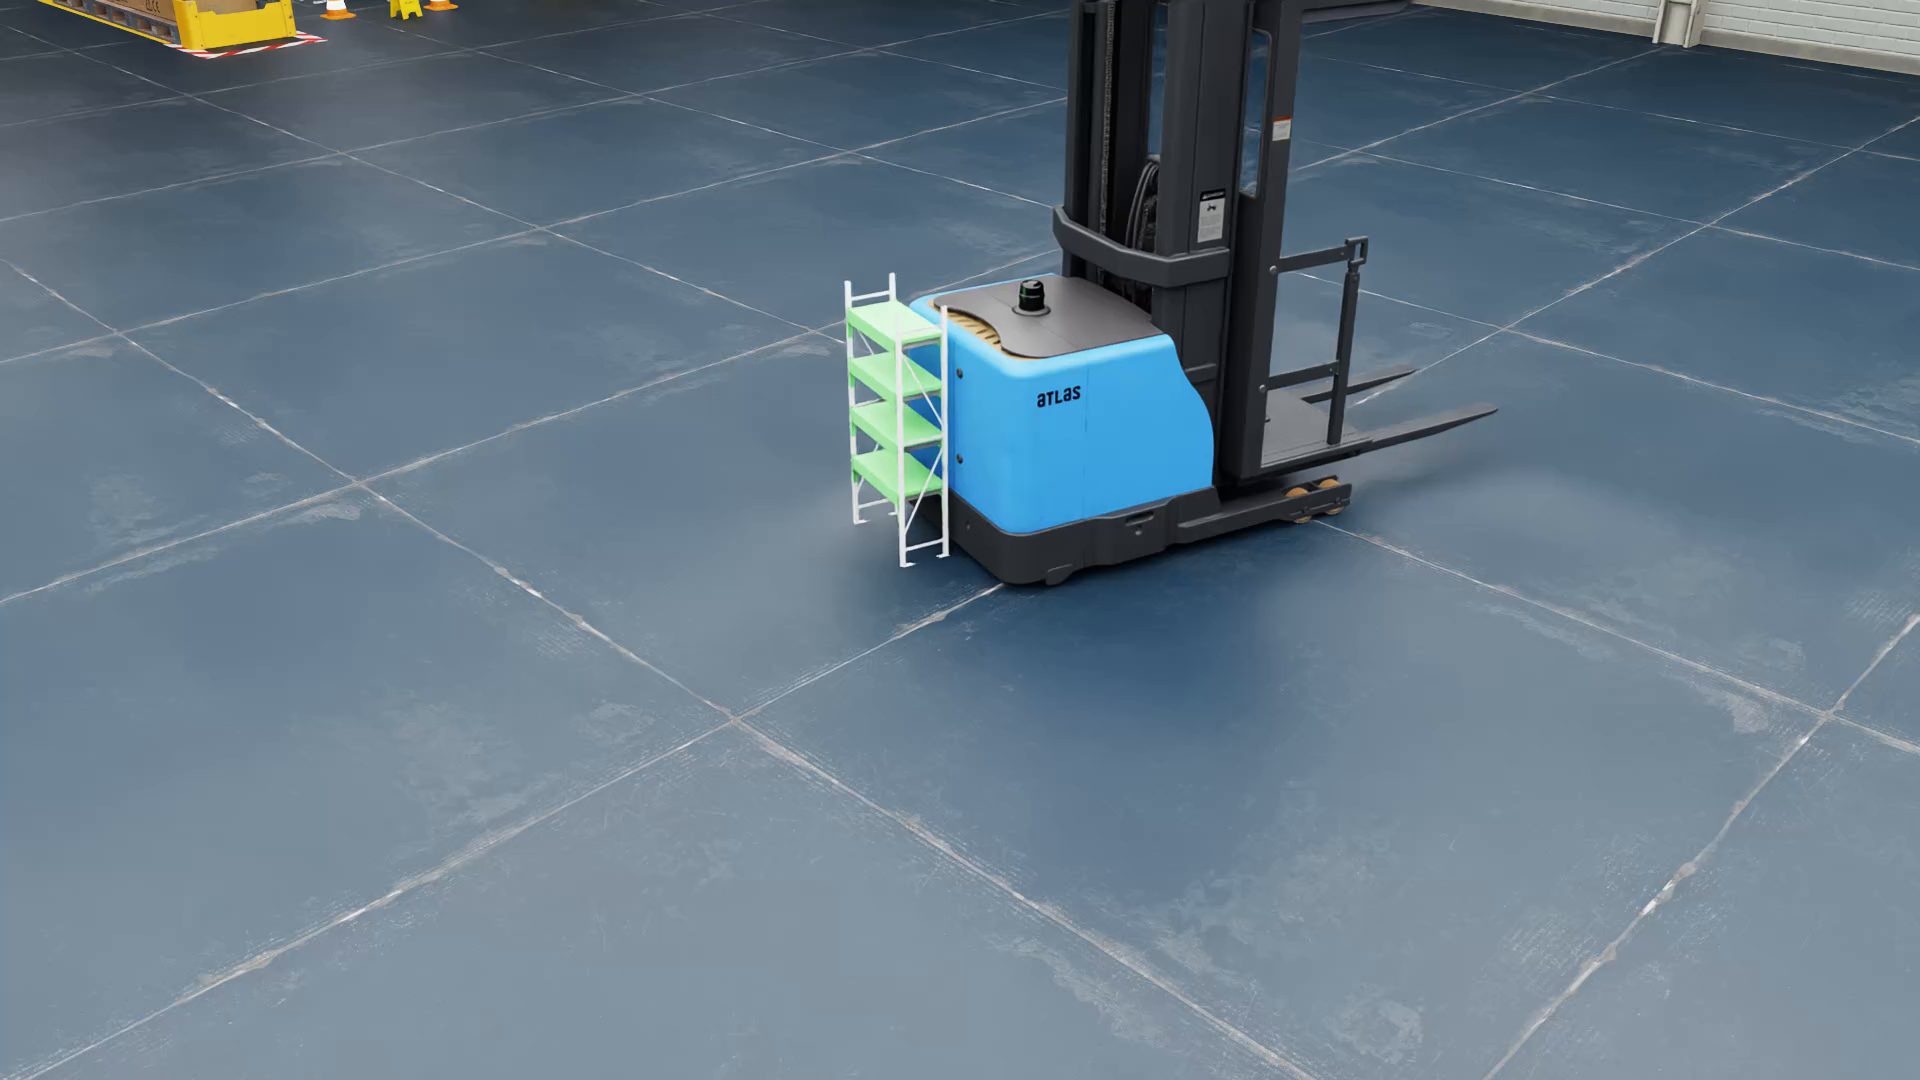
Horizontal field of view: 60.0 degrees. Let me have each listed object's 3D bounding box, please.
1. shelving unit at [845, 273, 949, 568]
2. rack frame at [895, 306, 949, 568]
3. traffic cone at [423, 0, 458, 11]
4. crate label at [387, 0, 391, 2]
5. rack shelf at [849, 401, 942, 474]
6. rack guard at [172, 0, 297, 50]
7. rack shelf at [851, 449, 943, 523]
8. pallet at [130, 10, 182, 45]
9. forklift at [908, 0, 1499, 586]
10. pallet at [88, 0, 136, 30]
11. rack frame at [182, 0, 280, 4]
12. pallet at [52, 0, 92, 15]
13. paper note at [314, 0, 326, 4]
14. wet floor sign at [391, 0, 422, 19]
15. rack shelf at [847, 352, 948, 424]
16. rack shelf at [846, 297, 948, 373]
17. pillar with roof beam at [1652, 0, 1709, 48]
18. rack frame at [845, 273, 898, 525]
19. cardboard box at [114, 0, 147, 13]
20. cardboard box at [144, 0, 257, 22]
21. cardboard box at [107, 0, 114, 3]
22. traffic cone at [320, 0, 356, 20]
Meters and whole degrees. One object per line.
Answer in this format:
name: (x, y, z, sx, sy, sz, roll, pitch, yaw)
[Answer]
shelving unit: (-0.280, -0.534, 7.475, 0.258, 1.200, 0.503, -14, 31, -25)
rack frame: (-0.163, -0.434, 7.286, 0.240, 1.200, 0.015, -14, 31, -25)
traffic cone: (-6.185, -6.546, 19.702, 0.334, 0.463, 0.336, 25, 36, 38)
crate label: (-6.789, -6.638, 20.227, 0.298, 0.136, 0.250, 7, 29, 13)
rack shelf: (-0.280, -0.477, 7.505, 0.258, 0.148, 0.480, -14, 31, -25)
rack guard: (-7.819, -5.646, 17.951, 0.348, 0.500, 1.175, 25, 36, 38)
rack shelf: (-0.280, -0.265, 7.617, 0.258, 0.148, 0.480, -14, 31, -25)
pallet: (-8.461, -5.761, 18.480, 1.213, 0.211, 1.003, 25, 36, 38)
forklift: (1.292, -1.576, 7.598, 3.031, 2.935, 1.130, -14, 31, -25)
pallet: (-9.327, -6.159, 19.237, 1.213, 0.211, 1.003, 25, 36, 38)
rack frame: (-7.836, -6.760, 17.384, 0.127, 3.000, 1.000, 25, 36, 38)
pallet: (-10.201, -6.557, 19.994, 1.213, 0.211, 1.003, 25, 36, 38)
paper note: (-7.734, -6.507, 20.094, 0.144, 0.017, 0.142, -13, 30, -22)
wet floor sign: (-6.427, -6.366, 19.164, 0.232, 0.644, 0.267, 18, 33, 30)
rack shelf: (-0.281, -0.690, 7.393, 0.258, 0.148, 0.480, -14, 31, -25)
rack shelf: (-0.281, -0.902, 7.281, 0.258, 0.148, 0.480, -14, 31, -25)
pillar with roof beam: (4.713, -7.922, 13.147, 0.400, 9.000, 9.100, 25, 36, 38)
rack frame: (-0.398, -0.633, 7.665, 0.240, 1.200, 0.015, -14, 31, -25)
cardboard box: (-8.995, -6.492, 18.704, 0.875, 0.875, 0.875, 24, 36, 38)
cardboard box: (-8.366, -6.205, 18.160, 0.875, 0.875, 0.875, 25, 37, 39)
cardboard box: (-9.644, -6.790, 19.271, 0.875, 0.875, 0.875, 25, 37, 39)
traffic cone: (-7.219, -6.282, 19.200, 0.334, 0.463, 0.336, 25, 36, 38)
